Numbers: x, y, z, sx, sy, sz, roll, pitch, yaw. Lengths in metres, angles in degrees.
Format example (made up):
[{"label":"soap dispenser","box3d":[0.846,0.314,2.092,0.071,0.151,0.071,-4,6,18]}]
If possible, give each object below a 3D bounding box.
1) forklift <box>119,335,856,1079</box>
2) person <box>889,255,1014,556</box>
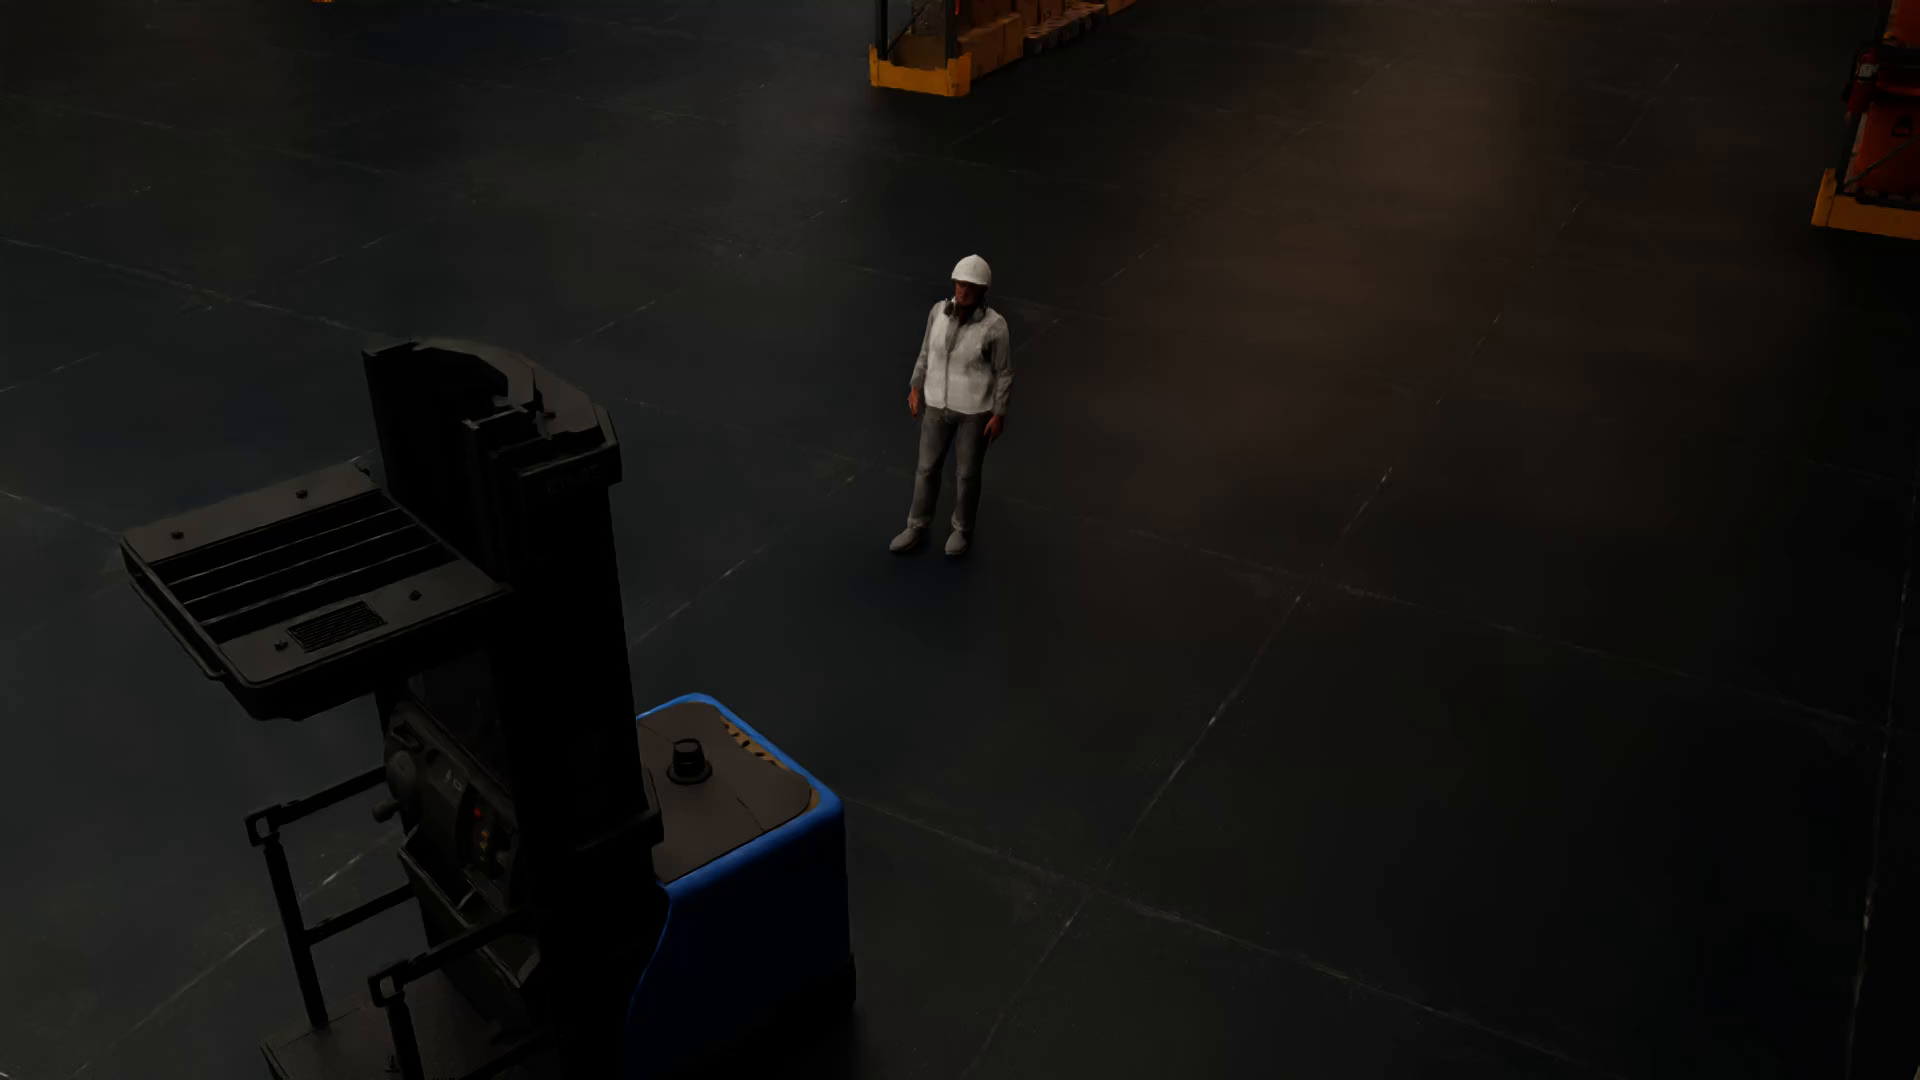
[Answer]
[{"label":"forklift","box3d":[-1.862,0.928,5.463,3.031,2.935,1.130,-24,37,-35]},{"label":"person","box3d":[-0.037,-0.749,9.512,0.632,1.773,0.567,15,33,25]}]
